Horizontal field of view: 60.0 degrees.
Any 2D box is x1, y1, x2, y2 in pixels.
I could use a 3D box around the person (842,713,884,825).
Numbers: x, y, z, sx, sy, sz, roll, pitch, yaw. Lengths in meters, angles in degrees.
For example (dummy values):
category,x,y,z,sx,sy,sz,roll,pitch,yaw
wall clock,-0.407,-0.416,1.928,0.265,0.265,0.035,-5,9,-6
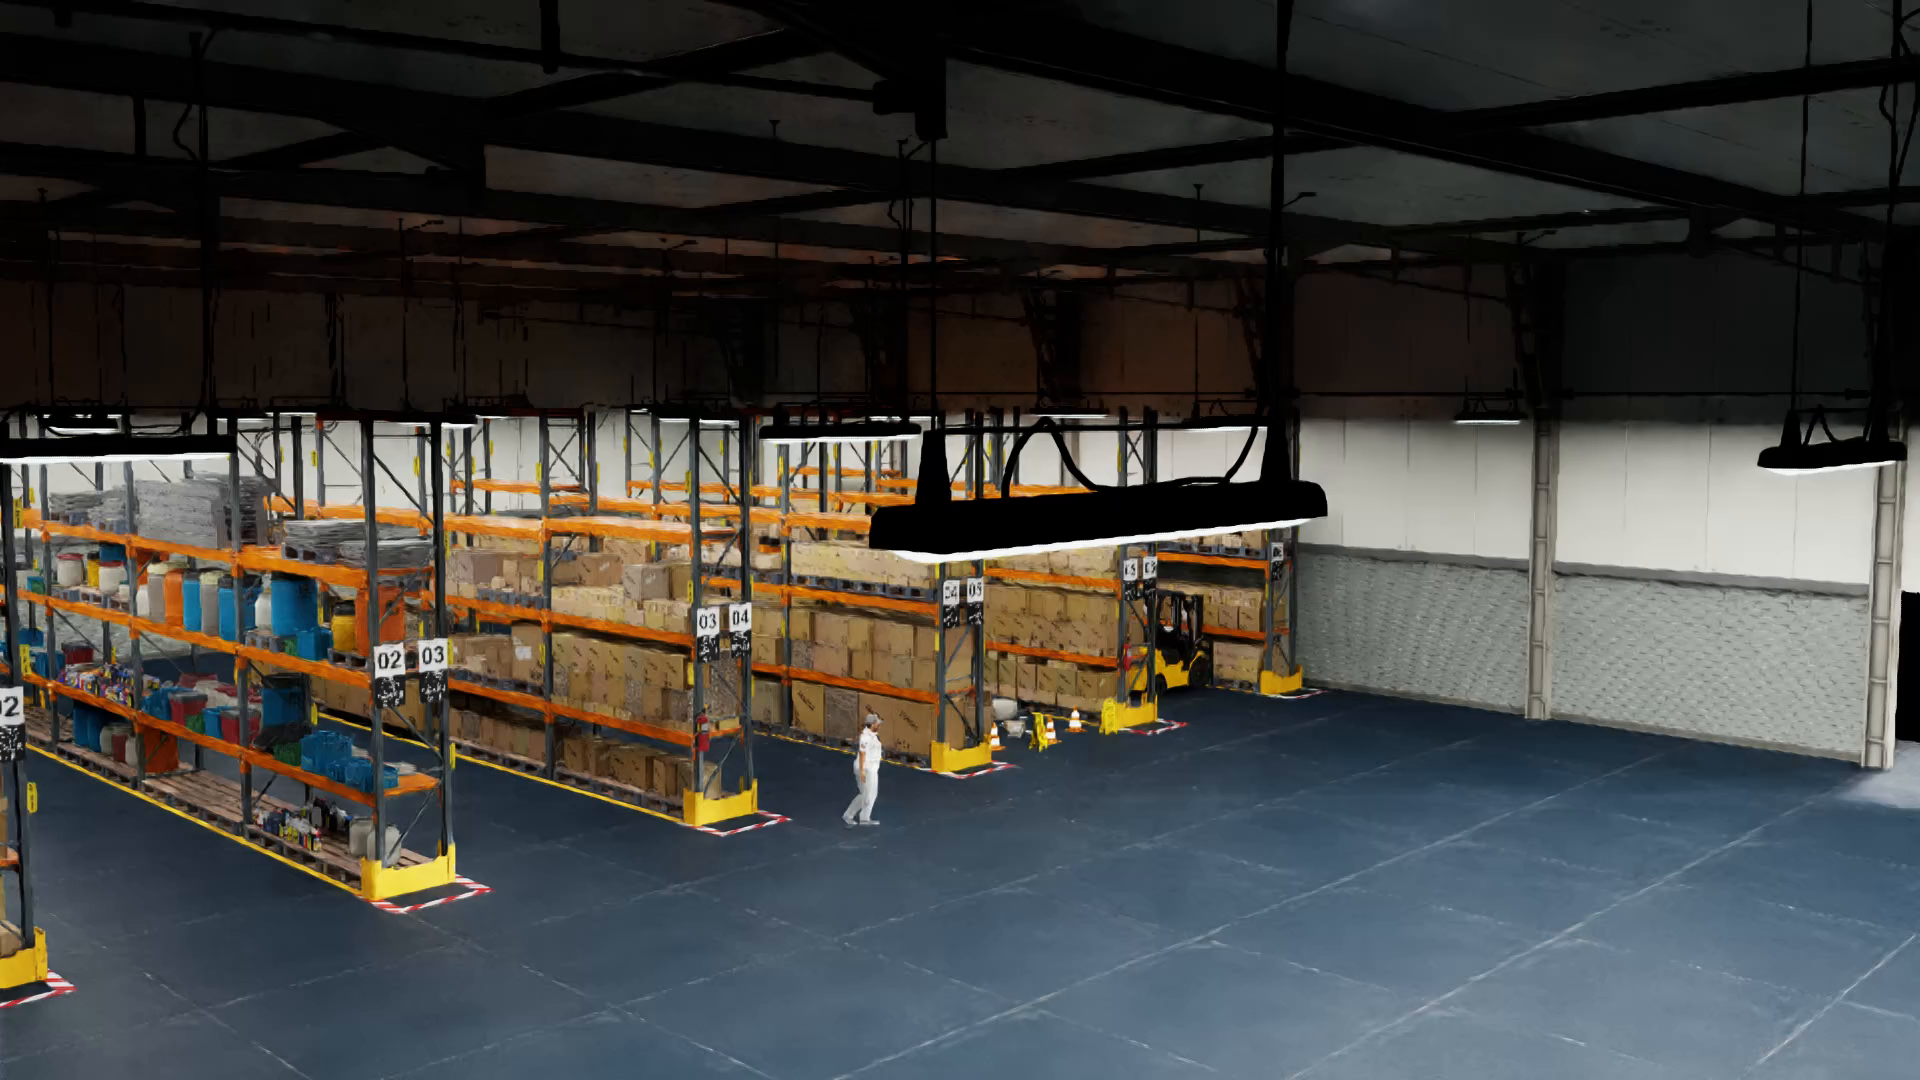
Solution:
category,x,y,z,sx,sy,sz,roll,pitch,yaw
person,-1.418,3.360,24.312,0.590,1.651,0.555,1,5,8
